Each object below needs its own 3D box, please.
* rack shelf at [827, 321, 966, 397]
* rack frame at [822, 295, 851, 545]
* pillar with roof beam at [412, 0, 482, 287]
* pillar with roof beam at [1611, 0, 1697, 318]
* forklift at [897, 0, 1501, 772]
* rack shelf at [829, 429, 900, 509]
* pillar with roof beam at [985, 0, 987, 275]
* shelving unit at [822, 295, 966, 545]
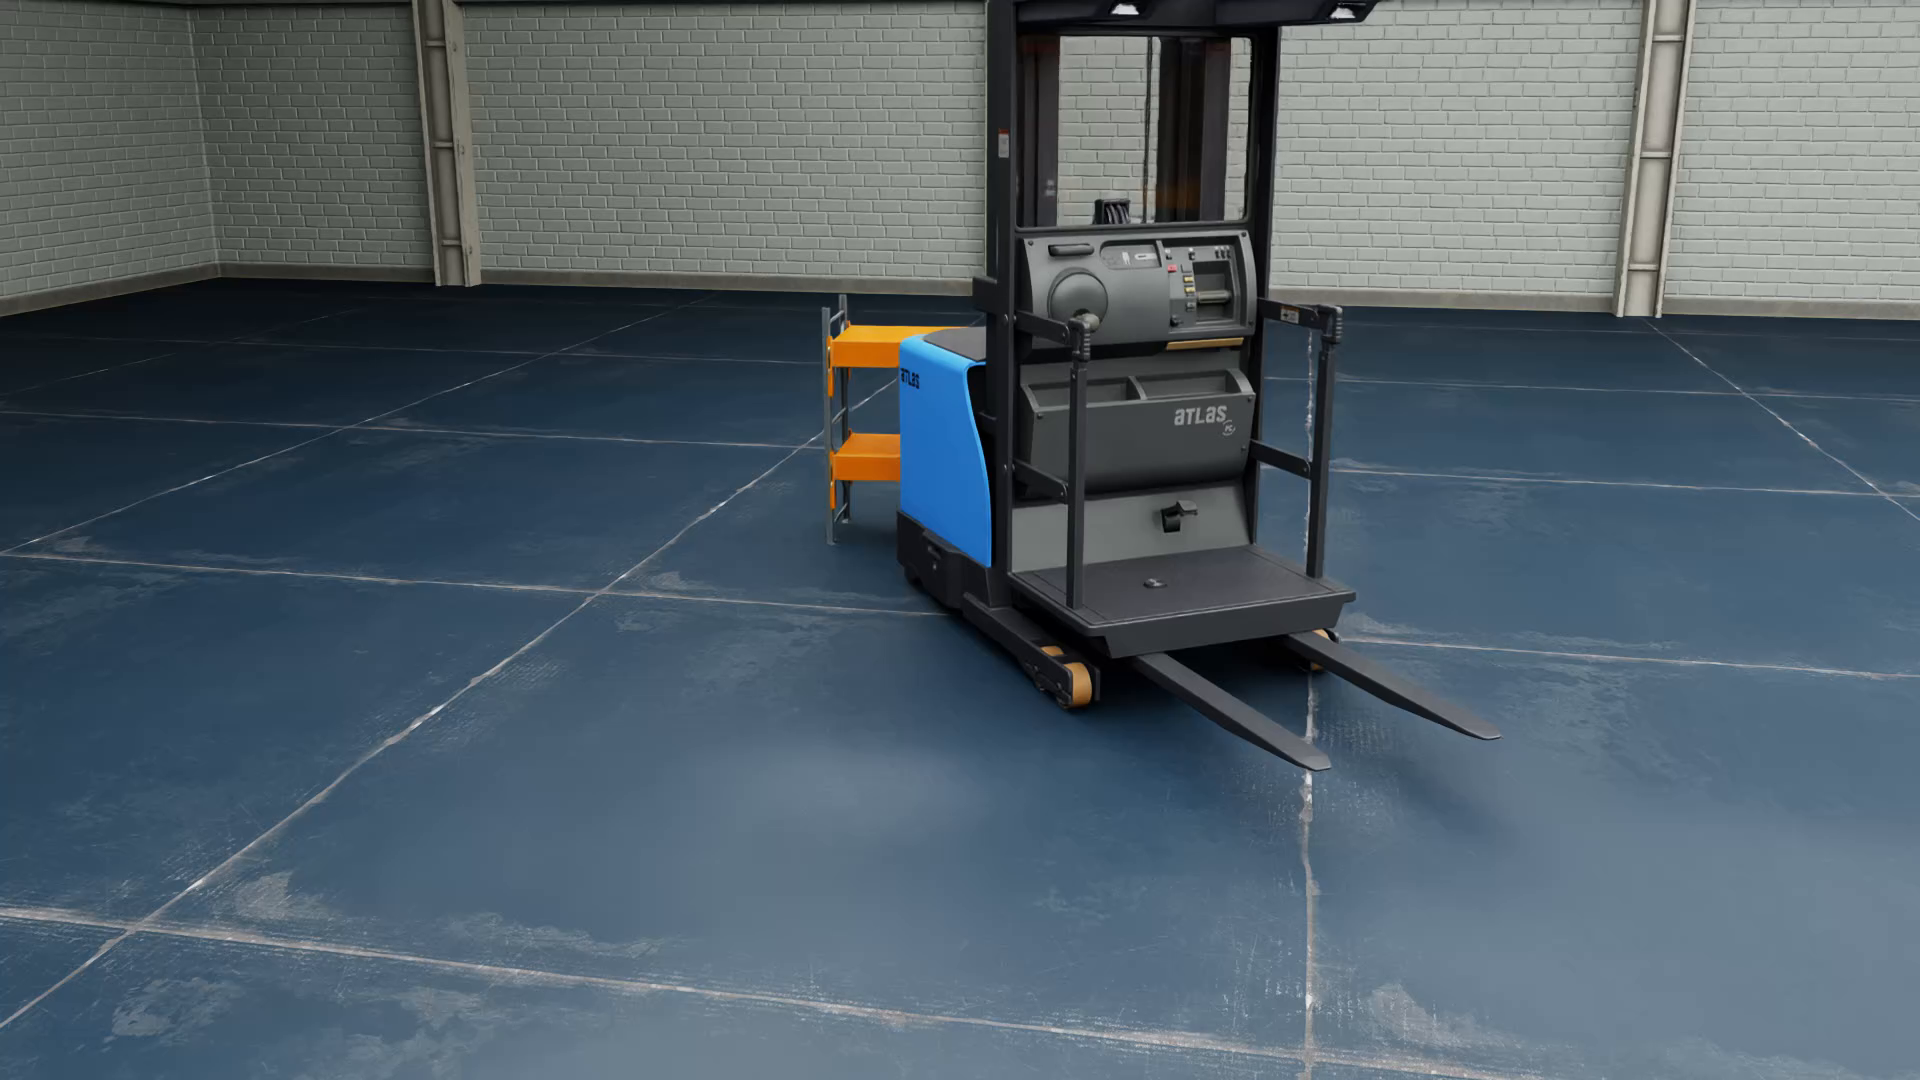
[{"bbox_3d":[-0.087,-0.853,7.869,1.000,0.278,0.538,2,16,6],"label":"rack shelf"},{"bbox_3d":[-0.593,-0.585,7.998,0.032,1.125,0.500,2,16,6],"label":"rack frame"},{"bbox_3d":[-6.261,-5.966,12.673,0.400,9.000,9.100,3,16,11],"label":"pillar with roof beam"},{"bbox_3d":[5.498,-5.328,10.368,0.400,9.000,9.100,3,16,11],"label":"pillar with roof beam"},{"bbox_3d":[0.752,-0.945,5.913,1.130,2.935,3.031,-6,17,-22],"label":"forklift"},{"bbox_3d":[-0.087,-0.336,8.012,1.000,0.278,0.538,2,16,6],"label":"rack shelf"},{"bbox_3d":[-0.381,-5.647,11.520,0.400,9.000,9.100,3,16,11],"label":"pillar with roof beam"},{"bbox_3d":[-0.087,-0.571,7.947,1.048,1.125,0.538,2,16,6],"label":"shelving unit"}]
